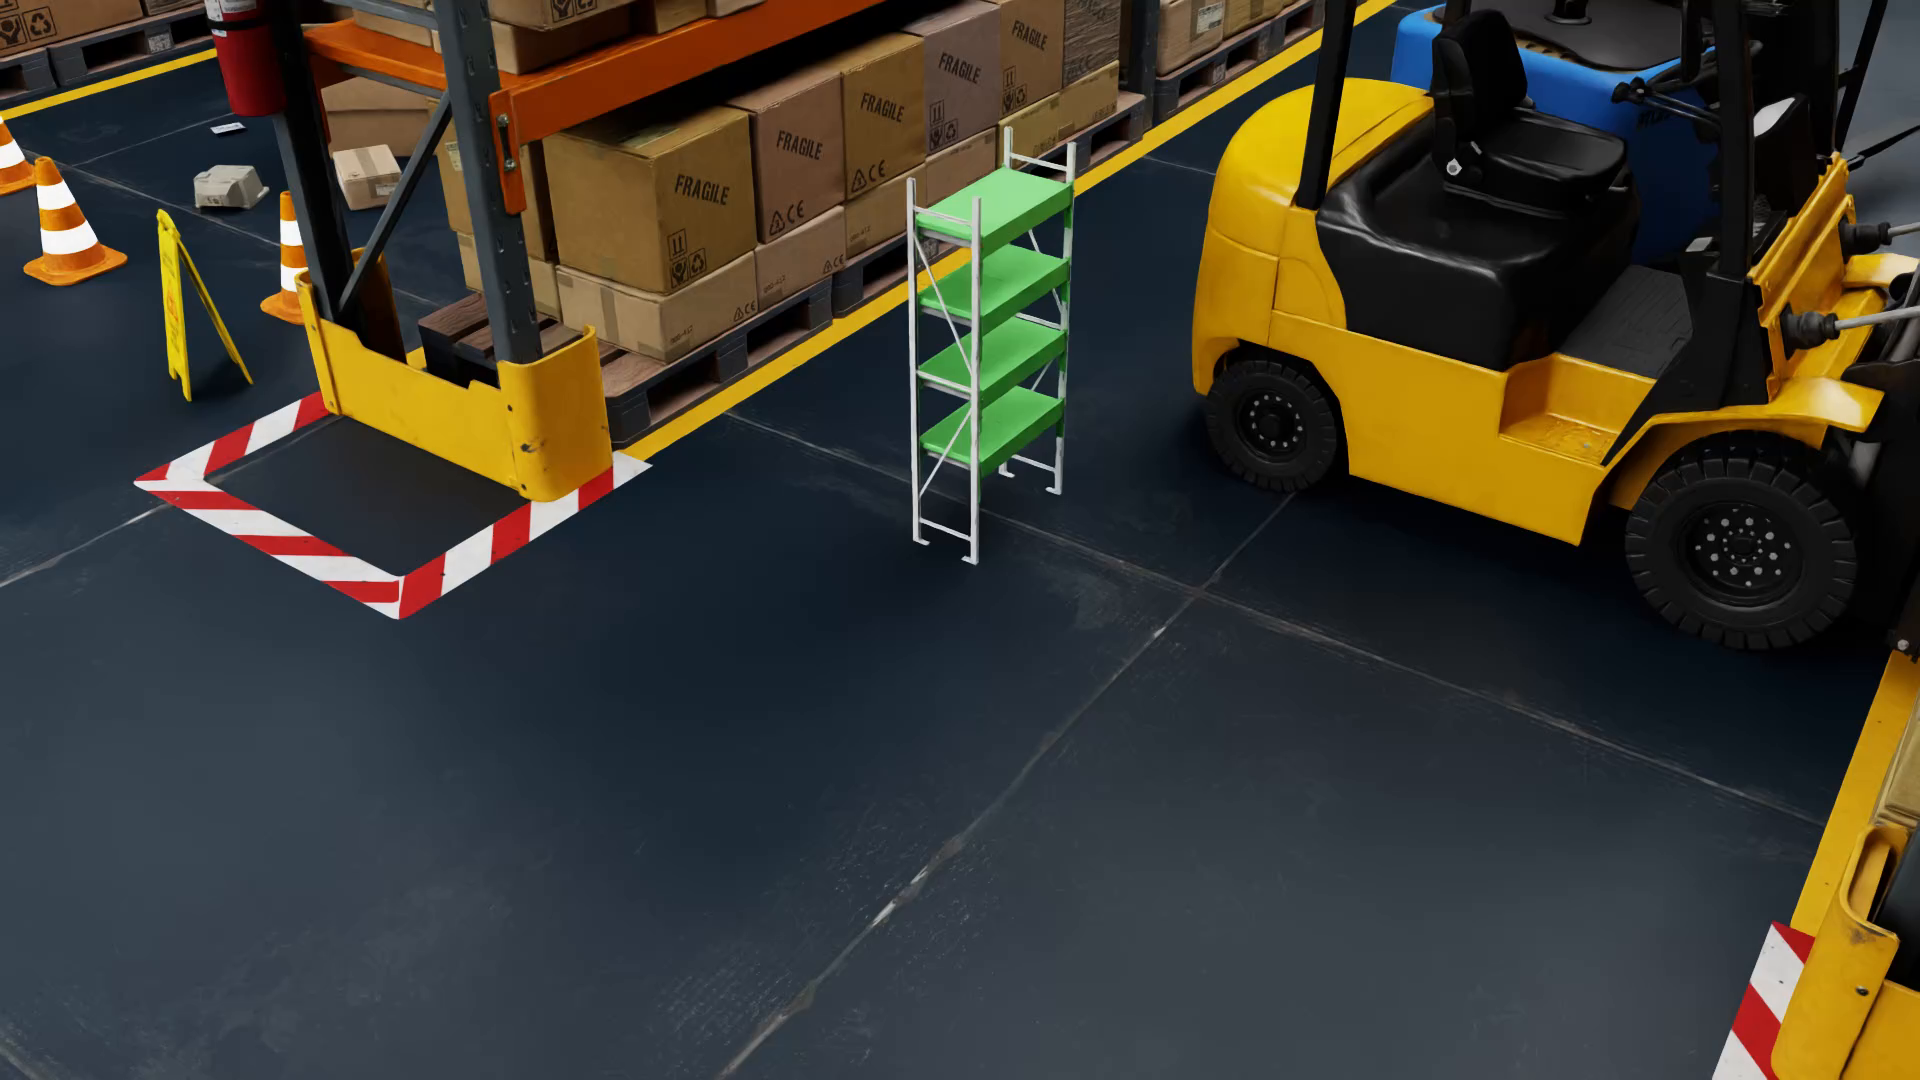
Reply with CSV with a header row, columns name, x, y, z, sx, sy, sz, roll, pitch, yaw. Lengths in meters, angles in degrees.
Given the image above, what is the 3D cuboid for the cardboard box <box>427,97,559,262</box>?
name,x,y,z,sx,sy,sz,roll,pitch,yaw
cardboard box,-1.528,-1.379,6.022,0.500,0.500,0.500,22,40,28

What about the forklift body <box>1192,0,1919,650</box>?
name,x,y,z,sx,sy,sz,roll,pitch,yaw
forklift body,1.892,-1.102,4.959,2.313,2.155,1.214,21,39,28

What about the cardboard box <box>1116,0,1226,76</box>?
name,x,y,z,sx,sy,sz,roll,pitch,yaw
cardboard box,0.808,-2.750,8.610,0.950,0.372,0.625,22,40,29

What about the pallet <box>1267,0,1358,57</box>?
name,x,y,z,sx,sy,sz,roll,pitch,yaw
pallet,1.648,-3.190,9.778,1.003,0.211,1.213,21,39,28

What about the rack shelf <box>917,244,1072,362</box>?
name,x,y,z,sx,sy,sz,roll,pitch,yaw
rack shelf,0.094,-0.719,4.928,0.258,0.148,0.480,21,39,28

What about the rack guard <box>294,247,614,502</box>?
name,x,y,z,sx,sy,sz,roll,pitch,yaw
rack guard,-1.727,-0.581,5.663,1.175,0.500,0.348,21,39,28

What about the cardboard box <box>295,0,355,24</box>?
name,x,y,z,sx,sy,sz,roll,pitch,yaw
cardboard box,-3.656,-2.880,9.061,0.500,0.500,0.500,29,44,36

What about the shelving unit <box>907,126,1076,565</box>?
name,x,y,z,sx,sy,sz,roll,pitch,yaw
shelving unit,0.094,-0.573,5.027,0.258,1.200,0.503,21,39,28

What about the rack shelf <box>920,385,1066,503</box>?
name,x,y,z,sx,sy,sz,roll,pitch,yaw
rack shelf,0.094,-0.321,5.197,0.258,0.148,0.480,21,39,28

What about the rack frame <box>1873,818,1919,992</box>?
name,x,y,z,sx,sy,sz,roll,pitch,yaw
rack frame,2.310,0.002,2.569,1.000,3.000,0.127,21,39,28

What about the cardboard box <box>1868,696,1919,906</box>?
name,x,y,z,sx,sy,sz,roll,pitch,yaw
cardboard box,2.318,0.650,3.691,0.500,0.250,0.500,22,40,28

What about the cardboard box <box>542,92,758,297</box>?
name,x,y,z,sx,sy,sz,roll,pitch,yaw
cardboard box,-1.070,-1.221,5.788,0.500,0.500,0.500,20,39,27

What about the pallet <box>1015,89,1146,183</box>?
name,x,y,z,sx,sy,sz,roll,pitch,yaw
pallet,0.157,-1.947,7.941,1.003,0.211,1.213,21,39,28

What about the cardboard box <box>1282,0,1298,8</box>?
name,x,y,z,sx,sy,sz,roll,pitch,yaw
cardboard box,1.610,-3.402,9.575,0.950,0.372,0.625,23,40,30

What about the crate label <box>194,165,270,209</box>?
name,x,y,z,sx,sy,sz,roll,pitch,yaw
crate label,-3.293,-1.585,7.472,0.250,0.136,0.298,3,34,4

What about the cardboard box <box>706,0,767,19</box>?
name,x,y,z,sx,sy,sz,roll,pitch,yaw
cardboard box,-0.874,-1.887,5.587,0.380,0.149,0.250,22,40,29

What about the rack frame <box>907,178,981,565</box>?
name,x,y,z,sx,sy,sz,roll,pitch,yaw
rack frame,-0.045,-0.461,4.860,0.240,1.200,0.015,21,39,28

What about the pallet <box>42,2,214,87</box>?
name,x,y,z,sx,sy,sz,roll,pitch,yaw
pallet,-4.806,-2.913,9.369,1.003,0.211,1.213,21,39,28

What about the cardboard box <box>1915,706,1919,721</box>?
name,x,y,z,sx,sy,sz,roll,pitch,yaw
cardboard box,2.316,0.241,3.402,0.500,0.250,0.500,23,40,30

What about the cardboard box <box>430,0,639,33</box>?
name,x,y,z,sx,sy,sz,roll,pitch,yaw
cardboard box,-1.272,-1.876,4.991,0.500,0.500,0.500,21,39,27

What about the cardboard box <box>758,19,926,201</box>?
name,x,y,z,sx,sy,sz,roll,pitch,yaw
cardboard box,-0.483,-1.691,6.484,0.500,0.500,0.500,22,40,29

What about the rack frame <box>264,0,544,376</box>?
name,x,y,z,sx,sy,sz,roll,pitch,yaw
rack frame,-1.770,-1.582,4.911,1.000,3.000,0.127,21,39,28

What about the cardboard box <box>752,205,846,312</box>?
name,x,y,z,sx,sy,sz,roll,pitch,yaw
cardboard box,-0.786,-1.132,6.326,0.500,0.250,0.500,23,40,30

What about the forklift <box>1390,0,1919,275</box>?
name,x,y,z,sx,sy,sz,roll,pitch,yaw
forklift,3.105,-2.601,6.480,3.031,2.935,1.130,-24,41,-31

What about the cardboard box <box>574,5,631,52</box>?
name,x,y,z,sx,sy,sz,roll,pitch,yaw
cardboard box,-1.274,-1.689,5.293,0.380,0.149,0.250,22,40,29

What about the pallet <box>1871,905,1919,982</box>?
name,x,y,z,sx,sy,sz,roll,pitch,yaw
pallet,2.711,0.792,3.890,1.003,0.211,1.213,21,39,28

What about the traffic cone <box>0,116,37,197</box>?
name,x,y,z,sx,sy,sz,roll,pitch,yaw
traffic cone,-4.425,-1.856,7.582,0.336,0.463,0.334,21,39,28

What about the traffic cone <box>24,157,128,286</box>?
name,x,y,z,sx,sy,sz,roll,pitch,yaw
traffic cone,-3.690,-1.339,6.817,0.336,0.463,0.334,21,39,28

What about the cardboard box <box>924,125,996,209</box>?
name,x,y,z,sx,sy,sz,roll,pitch,yaw
cardboard box,-0.195,-1.619,7.046,0.500,0.250,0.500,22,40,29

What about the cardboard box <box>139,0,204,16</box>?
name,x,y,z,sx,sy,sz,roll,pitch,yaw
cardboard box,-4.540,-3.568,9.370,0.875,0.875,0.875,22,40,29

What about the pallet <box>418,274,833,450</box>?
name,x,y,z,sx,sy,sz,roll,pitch,yaw
pallet,-1.235,-0.824,6.280,1.003,0.211,1.213,21,39,28

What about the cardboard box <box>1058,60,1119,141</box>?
name,x,y,z,sx,sy,sz,roll,pitch,yaw
cardboard box,0.394,-2.099,7.756,0.500,0.250,0.500,23,40,30

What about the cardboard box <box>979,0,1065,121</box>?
name,x,y,z,sx,sy,sz,roll,pitch,yaw
cardboard box,0.105,-2.175,7.199,0.500,0.500,0.500,22,40,29
